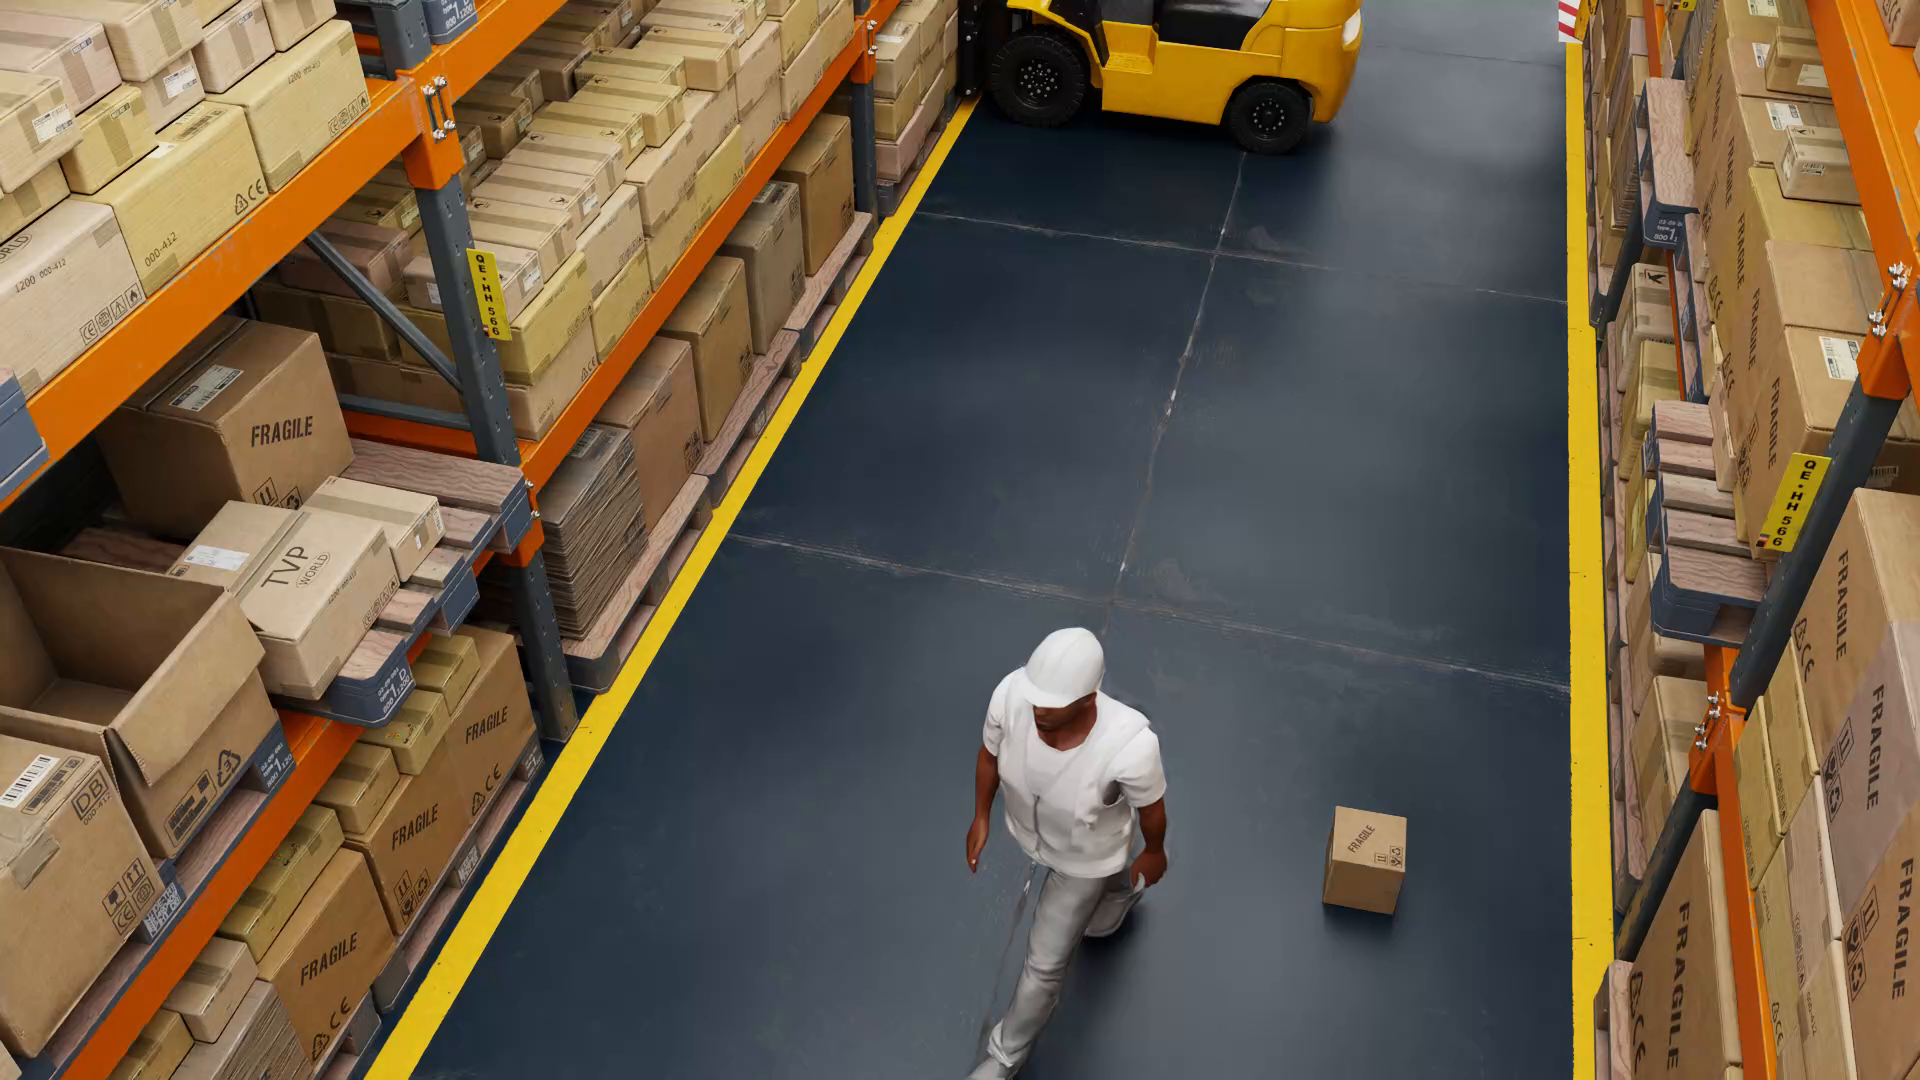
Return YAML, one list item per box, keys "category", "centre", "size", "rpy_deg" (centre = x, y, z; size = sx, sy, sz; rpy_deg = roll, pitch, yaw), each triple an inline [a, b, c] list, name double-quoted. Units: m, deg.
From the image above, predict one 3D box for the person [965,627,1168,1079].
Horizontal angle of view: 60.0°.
- category: "person"
  centre: [0.294, 0.906, 5.105]
  size: [0.575, 1.709, 1.098]
  rpy_deg: [31, 49, 31]
